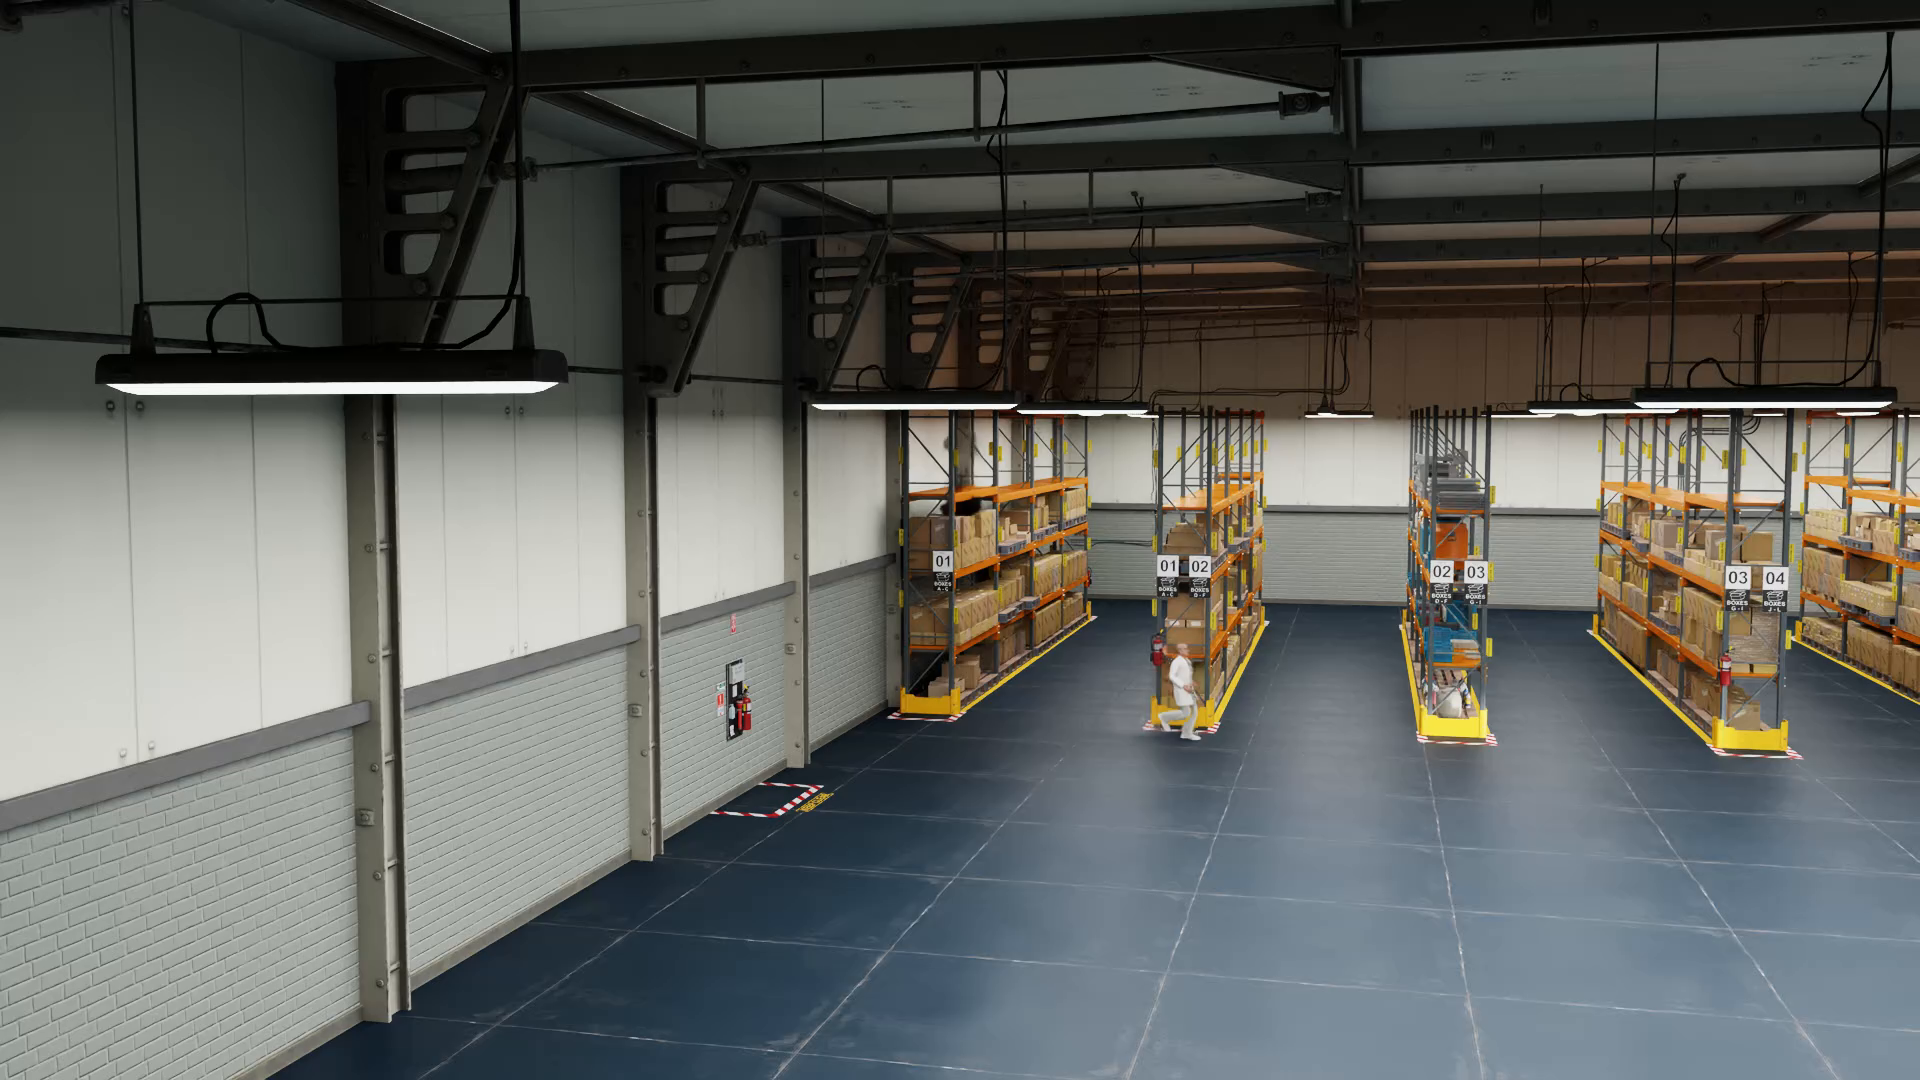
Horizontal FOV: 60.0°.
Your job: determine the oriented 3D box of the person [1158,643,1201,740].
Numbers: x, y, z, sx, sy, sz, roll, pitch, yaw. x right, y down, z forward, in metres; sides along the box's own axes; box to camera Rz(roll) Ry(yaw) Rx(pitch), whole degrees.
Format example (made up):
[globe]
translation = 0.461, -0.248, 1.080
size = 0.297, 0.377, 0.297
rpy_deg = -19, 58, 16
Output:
[person]
translation = 3.969, 2.716, 29.890
size = 0.773, 1.740, 0.725
rpy_deg = 2, 5, 29
